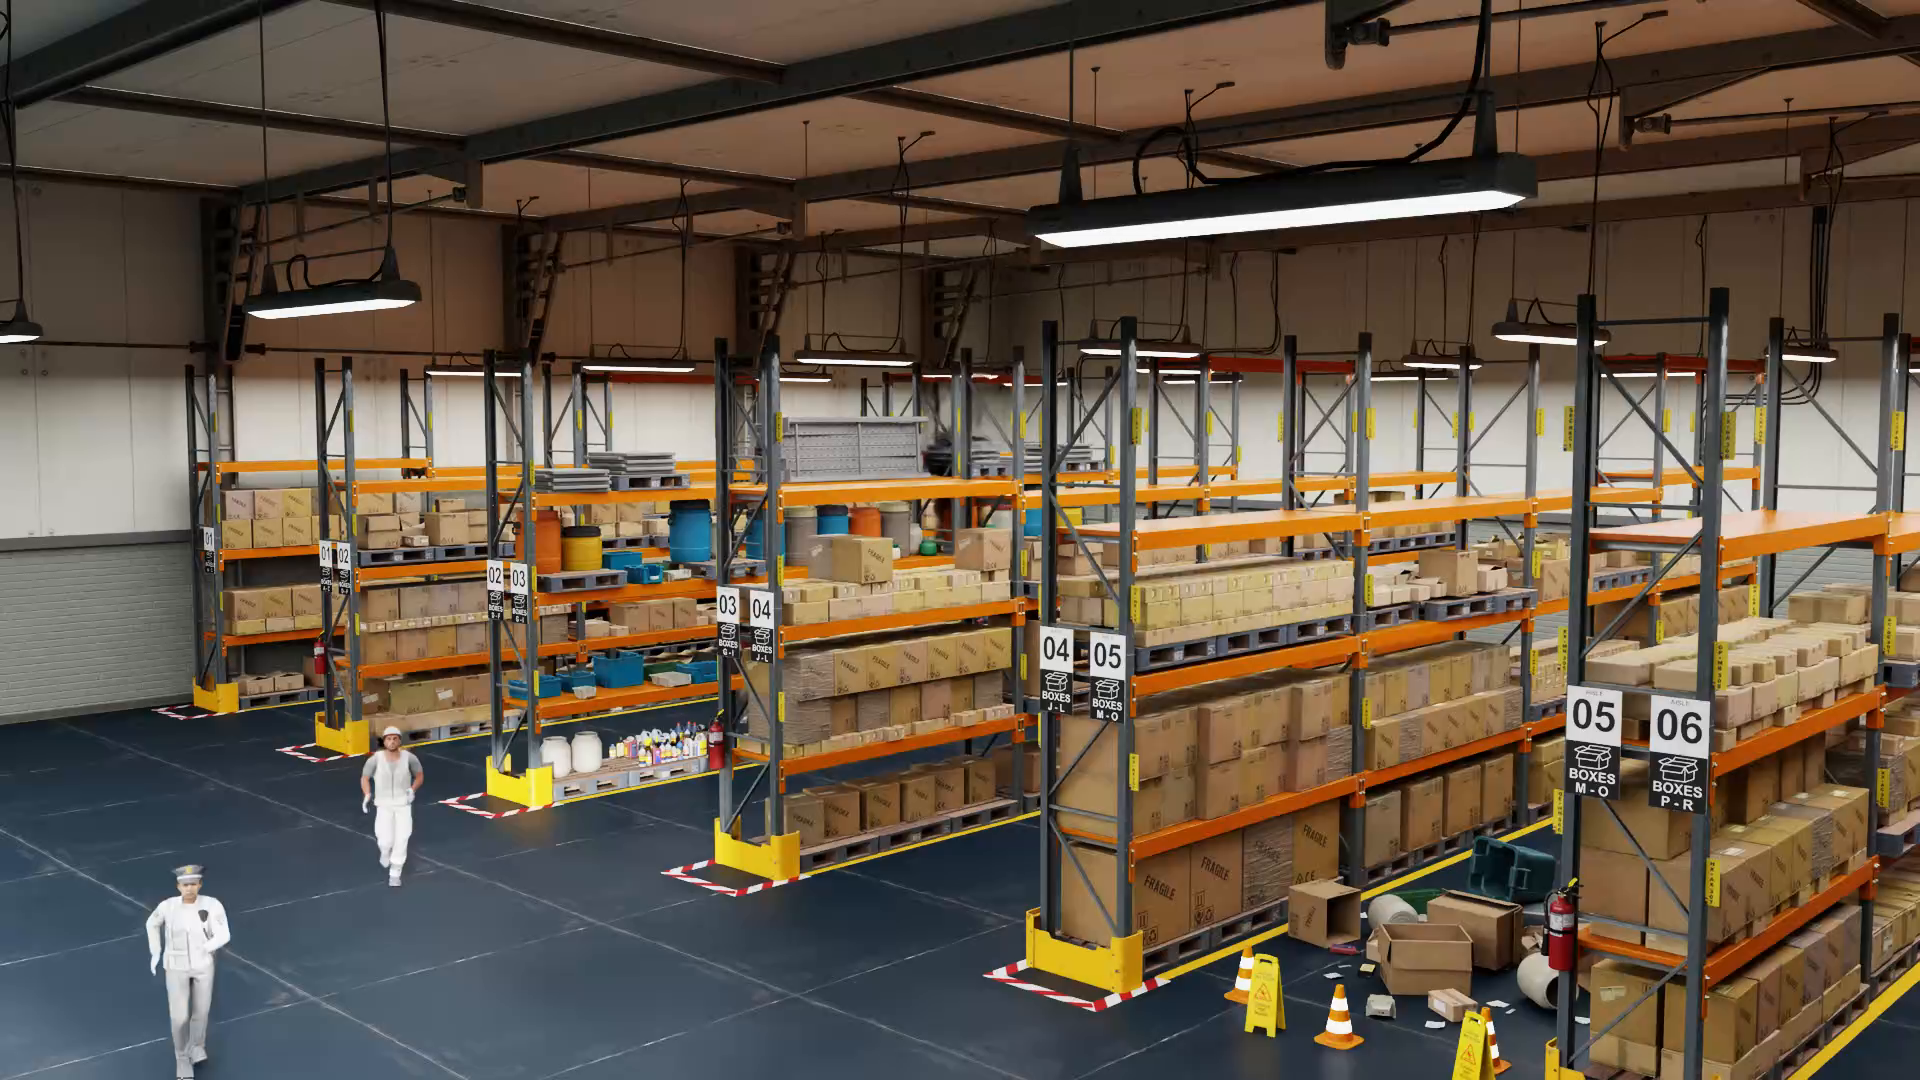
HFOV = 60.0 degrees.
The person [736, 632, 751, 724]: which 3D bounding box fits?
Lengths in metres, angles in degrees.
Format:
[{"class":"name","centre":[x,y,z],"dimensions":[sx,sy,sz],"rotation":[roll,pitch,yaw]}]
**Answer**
[{"class":"person","centre":[-3.511,2.219,27.230],"dimensions":[0.534,1.559,0.503],"rotation":[3,5,36]}]

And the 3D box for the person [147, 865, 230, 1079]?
[{"class":"person","centre":[-5.959,3.340,12.876],"dimensions":[0.572,1.714,0.783],"rotation":[-2,5,-28]}]

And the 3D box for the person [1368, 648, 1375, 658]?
[{"class":"person","centre":[6.141,2.407,25.044],"dimensions":[0.664,1.675,0.645],"rotation":[4,6,42]}]

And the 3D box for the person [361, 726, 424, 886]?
[{"class":"person","centre":[-6.207,2.904,18.228],"dimensions":[0.658,1.738,0.583],"rotation":[-2,5,-21]}]
